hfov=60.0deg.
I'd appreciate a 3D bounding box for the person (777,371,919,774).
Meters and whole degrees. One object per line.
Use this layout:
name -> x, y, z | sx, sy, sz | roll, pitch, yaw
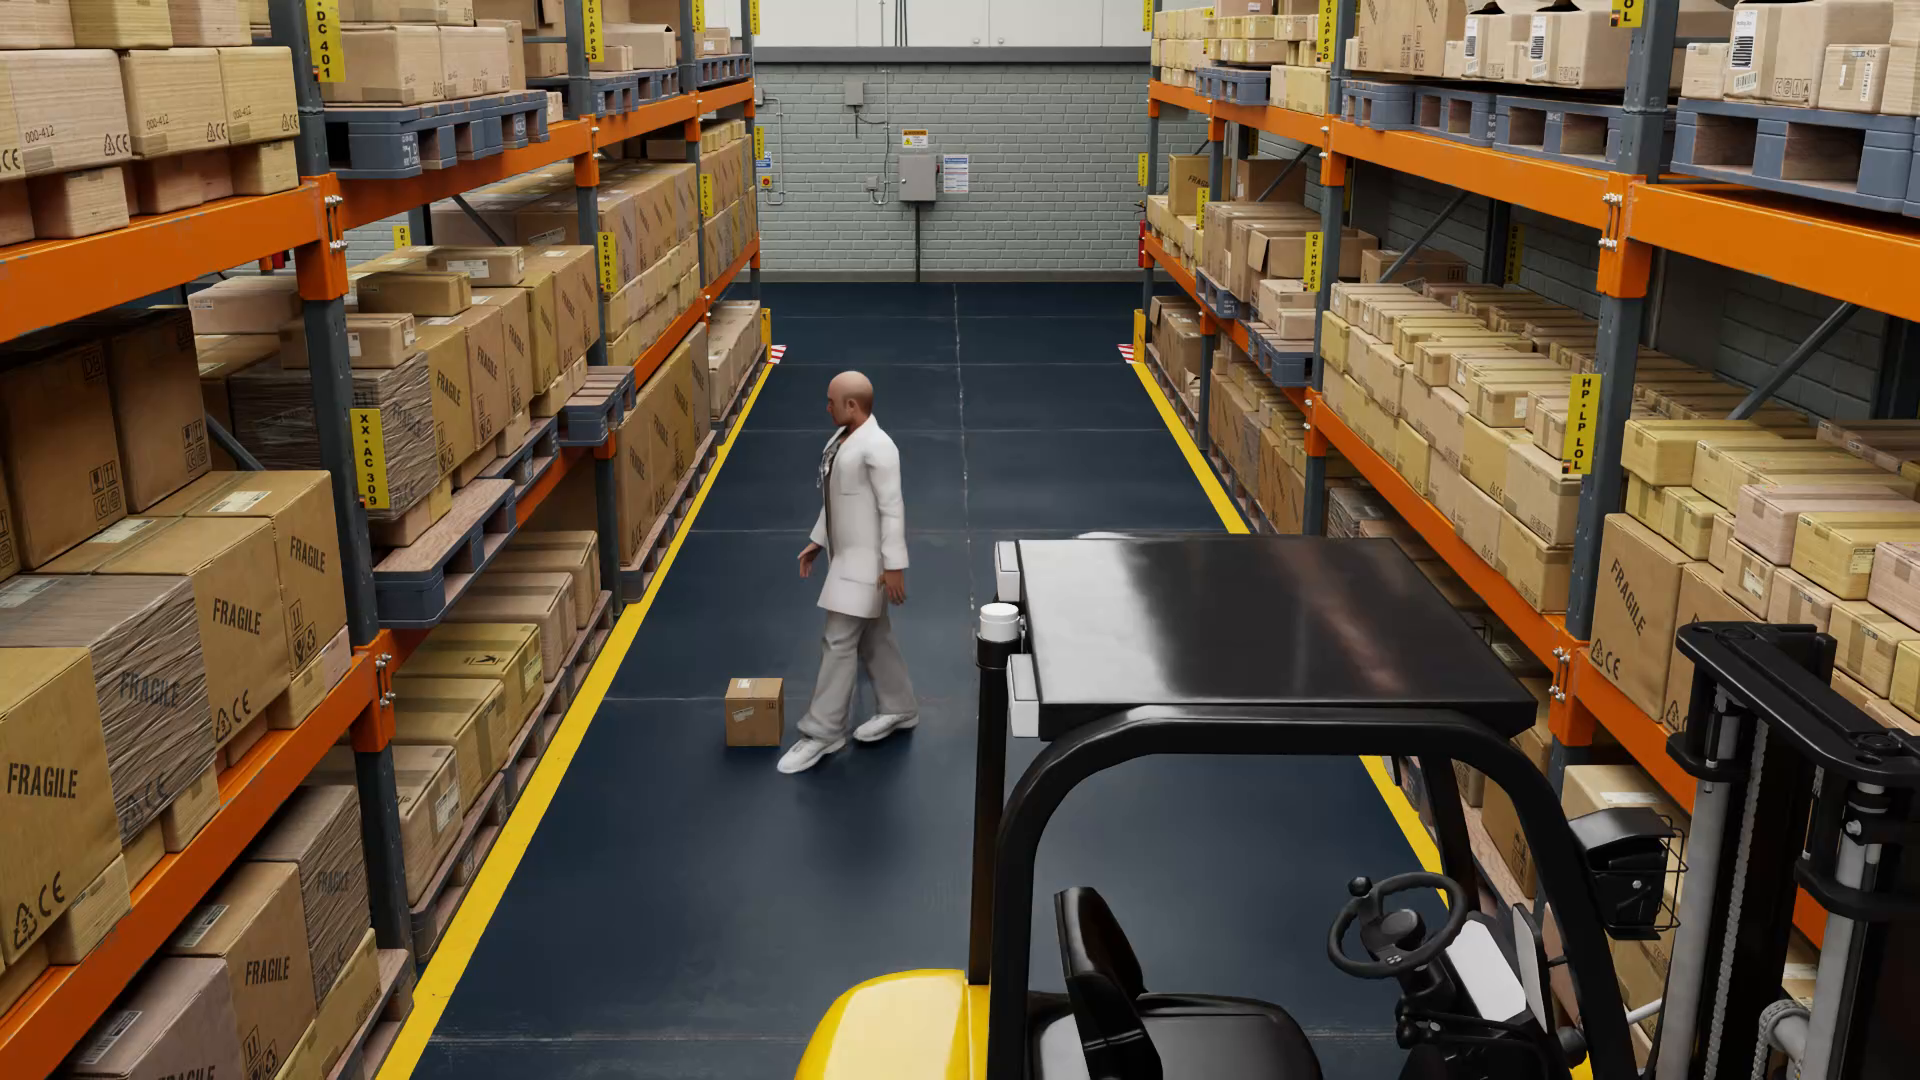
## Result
person -> -0.558, 0.108, 7.716 | 0.774, 1.786, 0.629 | -6, 18, -19
